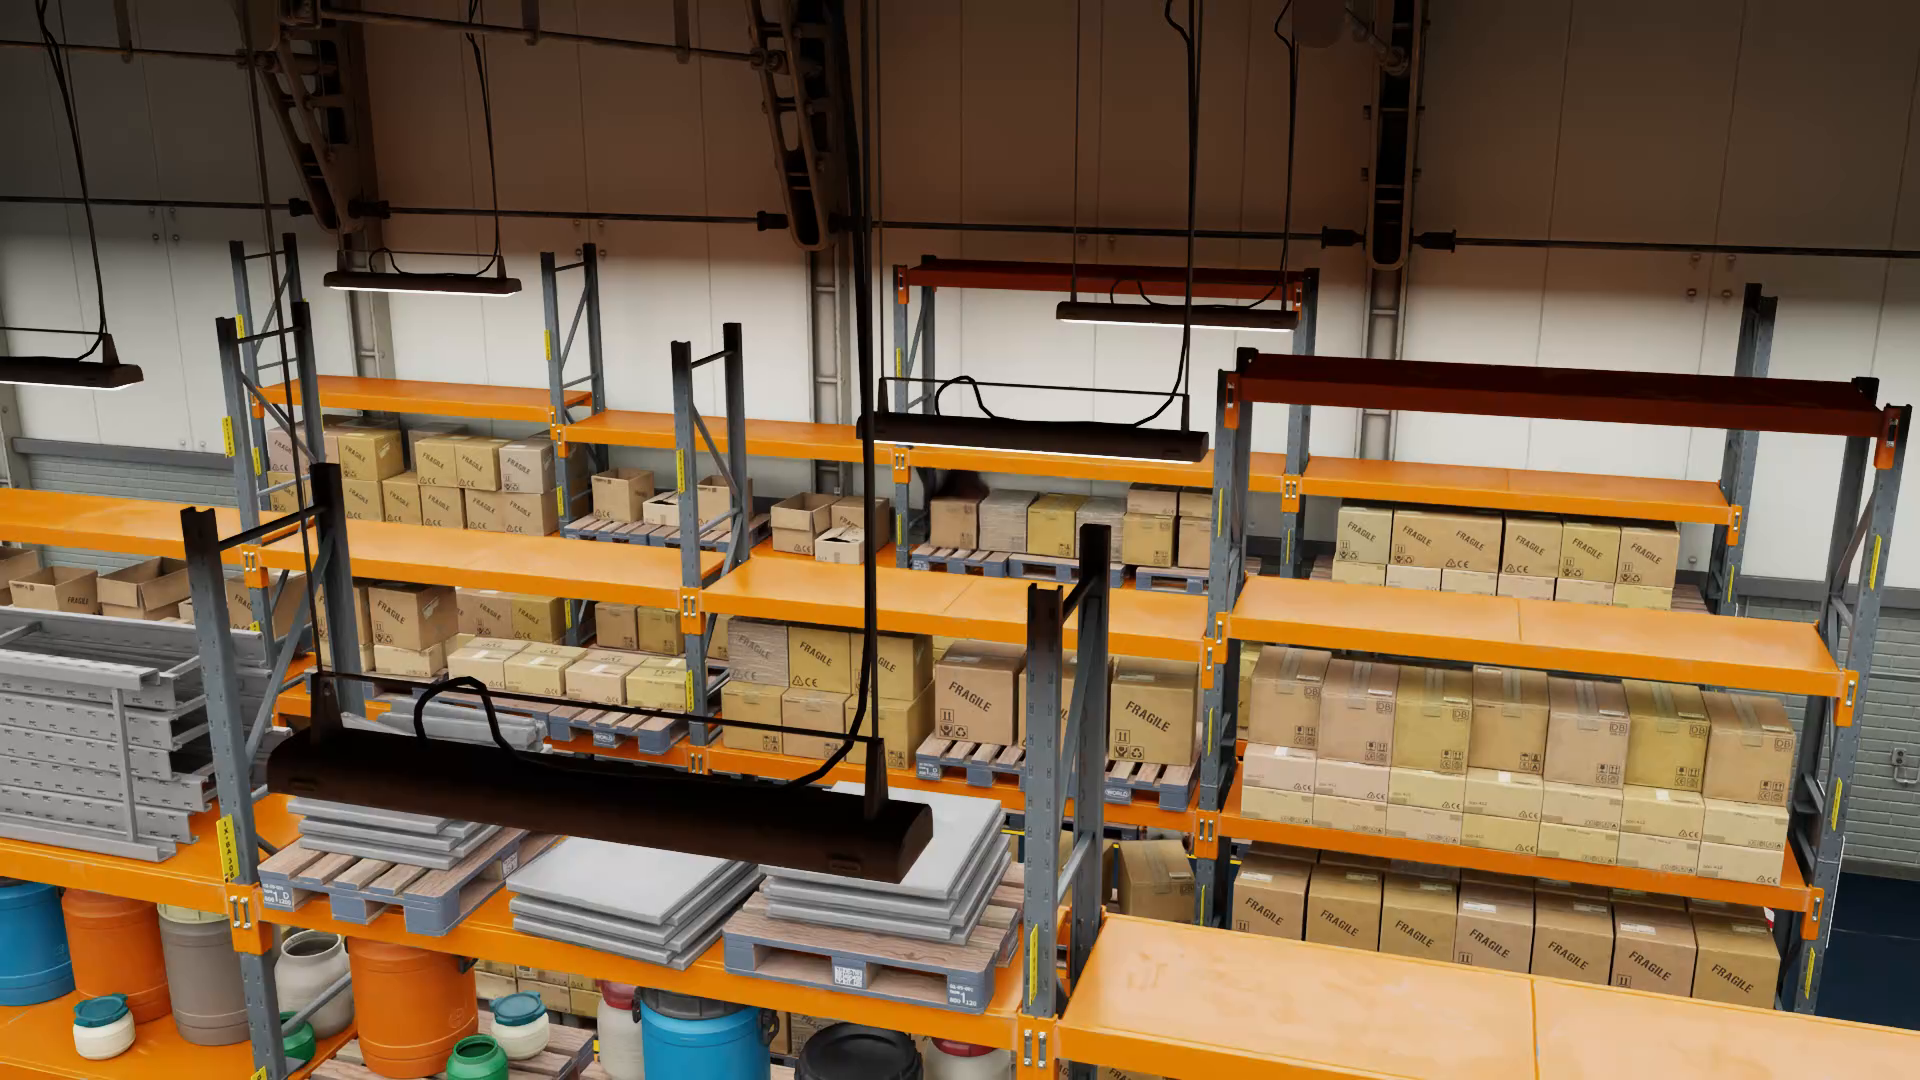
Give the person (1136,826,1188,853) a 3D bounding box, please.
[{"bbox_3d":[1.857,2.910,15.491,0.586,1.676,0.373,-5,17,-16],"label":"person"}]
